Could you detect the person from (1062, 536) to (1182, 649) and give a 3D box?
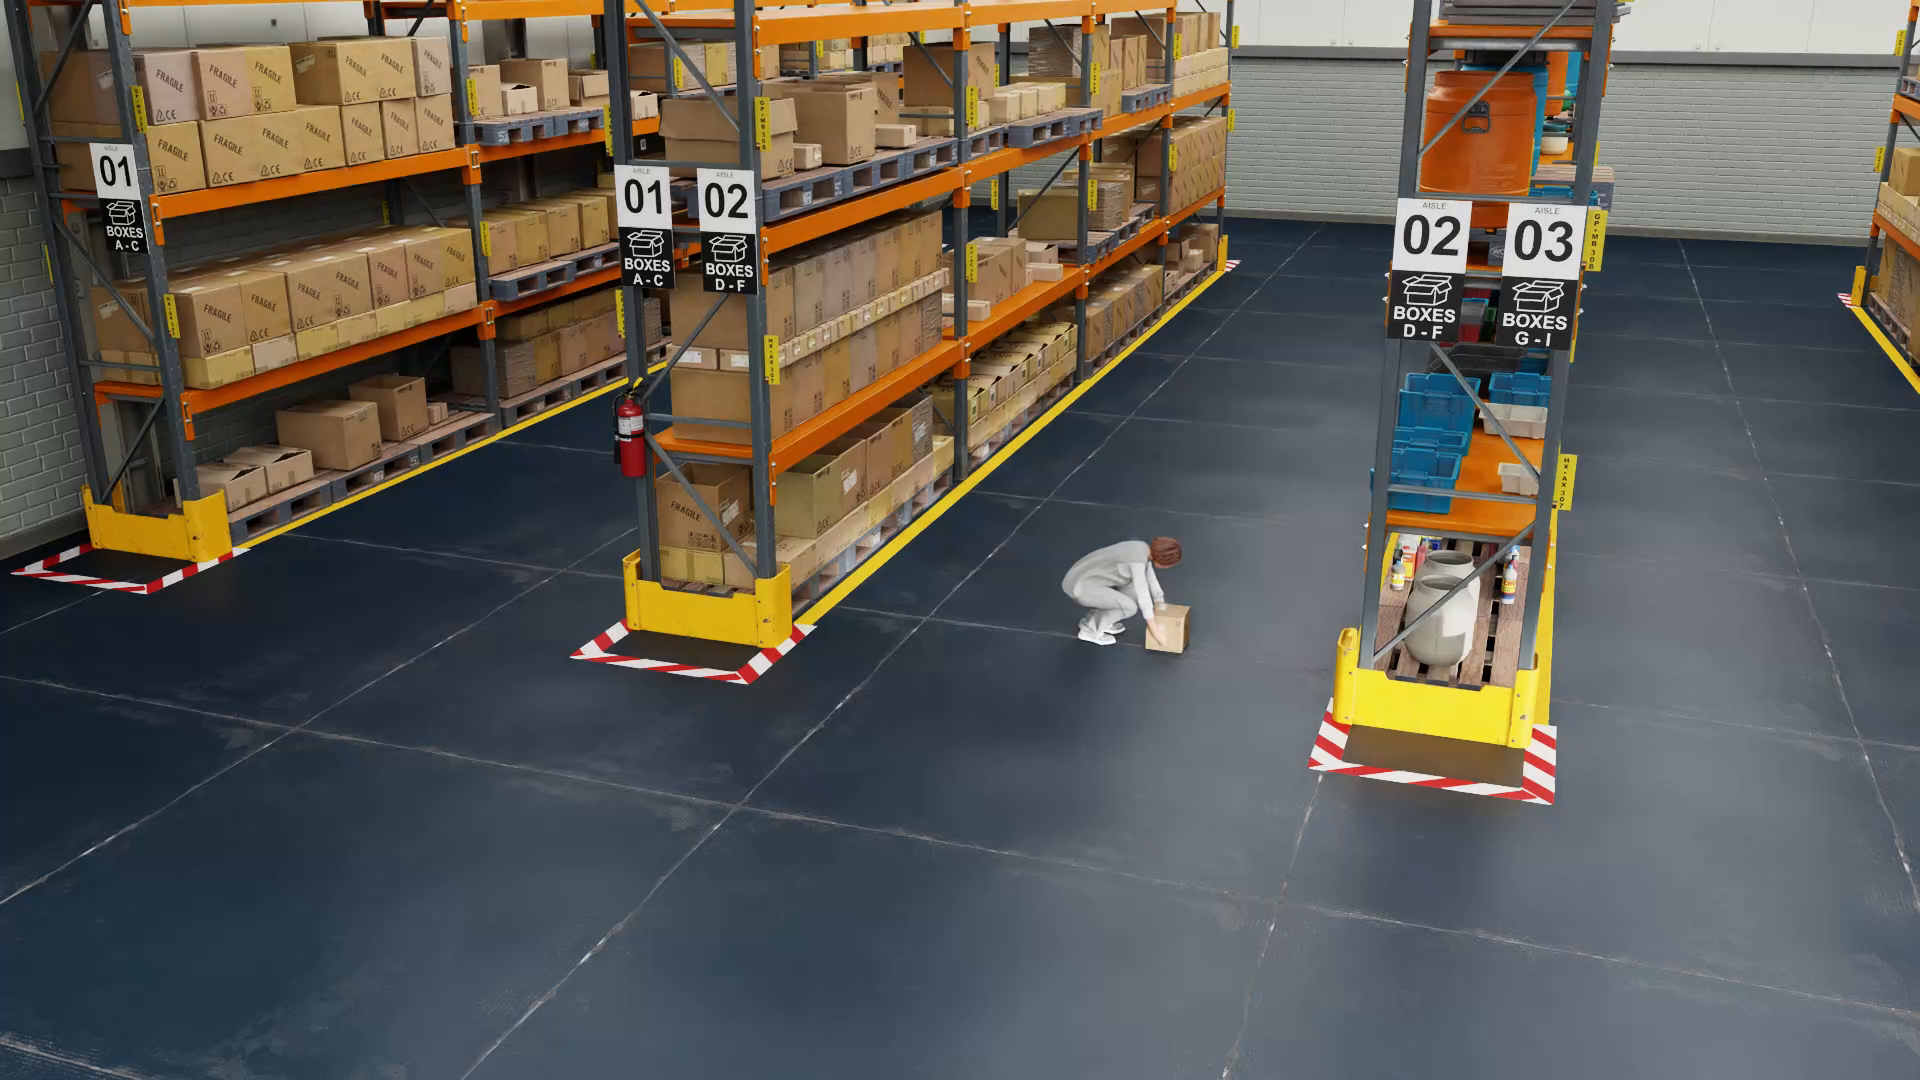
[{"bbox_3d":[1.105,0.326,11.429,0.806,0.762,0.436,7,20,18],"label":"person"}]
